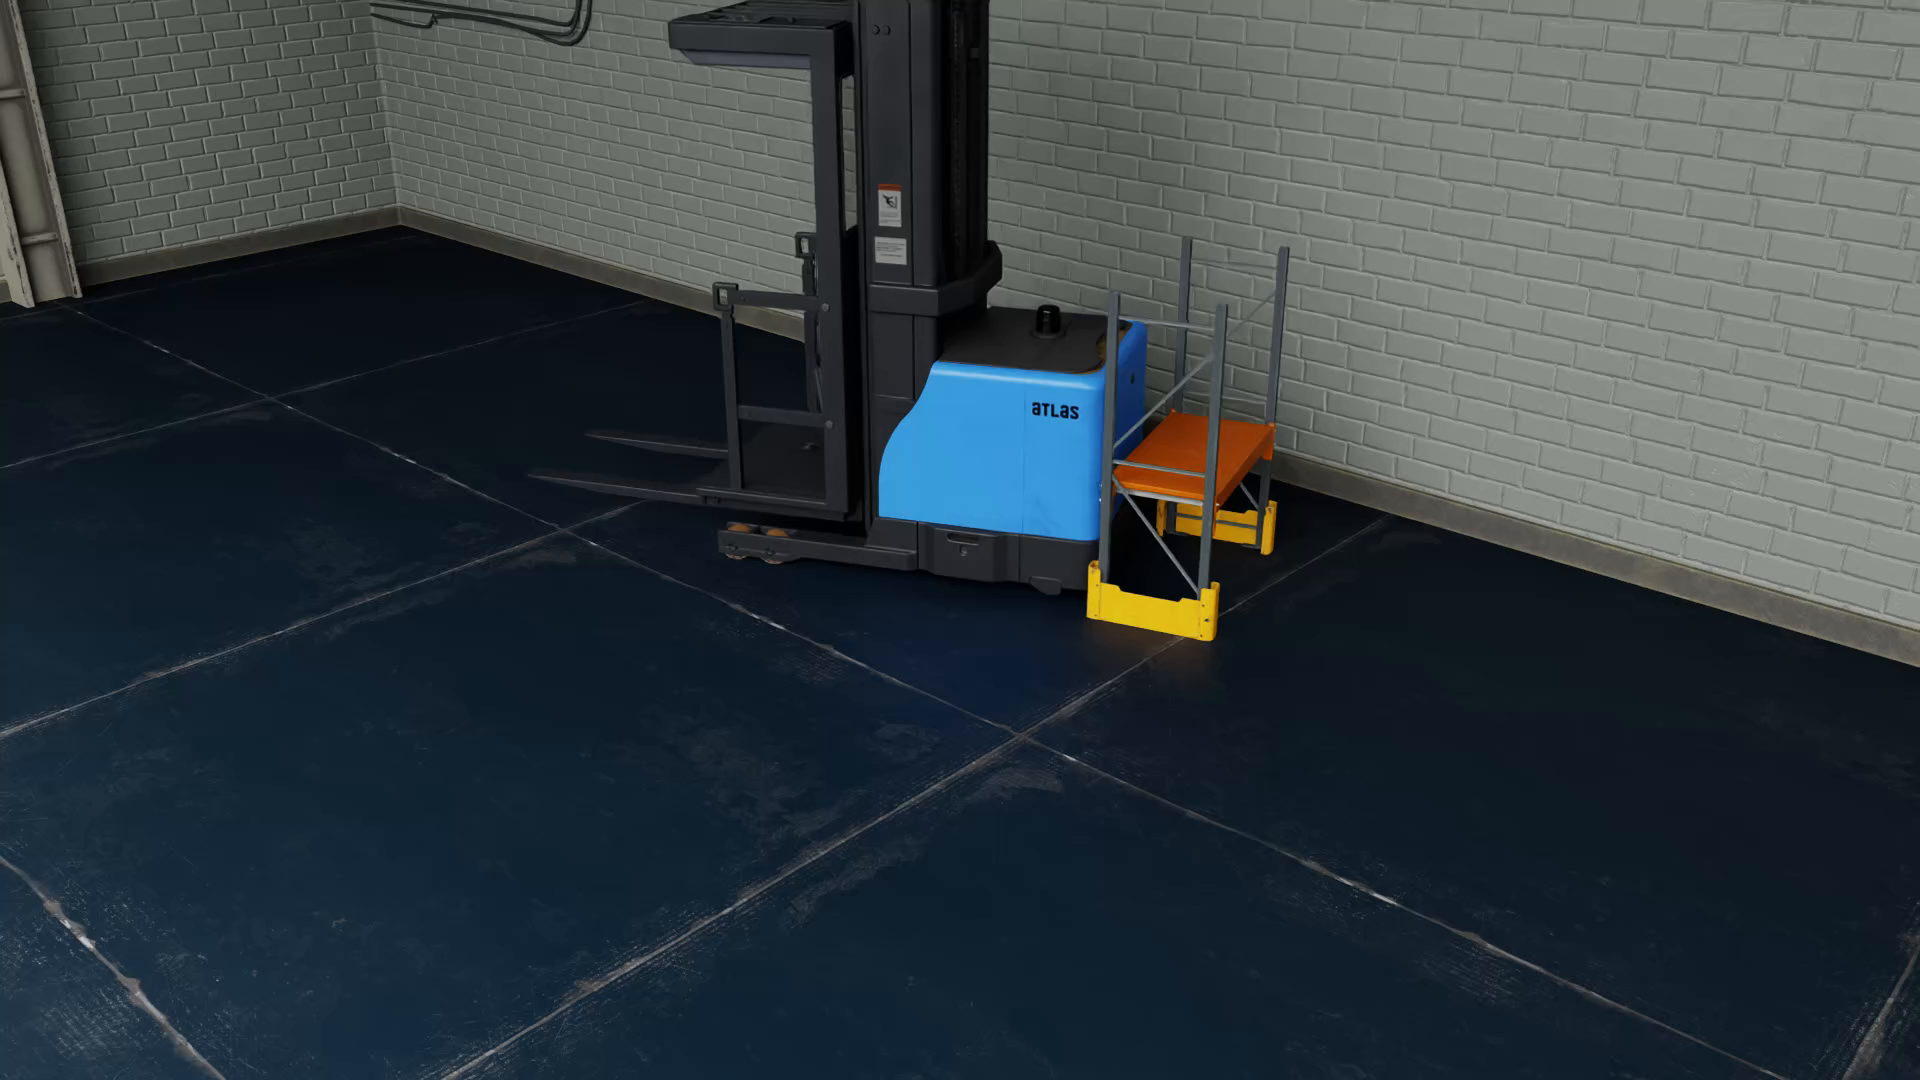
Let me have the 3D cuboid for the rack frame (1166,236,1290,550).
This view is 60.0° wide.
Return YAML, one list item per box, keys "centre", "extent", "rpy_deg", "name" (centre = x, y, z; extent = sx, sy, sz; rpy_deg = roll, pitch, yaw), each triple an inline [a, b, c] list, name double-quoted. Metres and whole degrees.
- centre: [1.264, -0.682, 7.938]
  extent: [0.500, 1.500, 0.032]
  rpy_deg: [10, 26, 22]
  name: "rack frame"

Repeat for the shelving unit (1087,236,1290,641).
- centre: [1.052, -0.489, 7.508]
  extent: [0.587, 1.500, 1.083]
  rpy_deg: [10, 26, 22]
  name: "shelving unit"

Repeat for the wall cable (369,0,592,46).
- centre: [-3.751, -5.001, 12.199]
  extent: [3.097, 2.526, 0.112]
  rpy_deg: [20, 31, 38]
  name: "wall cable"

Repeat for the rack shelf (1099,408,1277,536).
- centre: [1.056, -0.328, 7.589]
  extent: [0.538, 0.185, 1.000]
  rpy_deg: [10, 26, 22]
  name: "rack shelf"

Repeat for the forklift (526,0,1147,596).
- centre: [-0.661, -1.417, 7.828]
  extent: [3.031, 2.935, 1.130]
  rpy_deg: [7, 25, 15]
  name: "forklift"

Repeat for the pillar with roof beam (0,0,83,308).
- centre: [-3.496, -4.706, 7.746]
  extent: [9.100, 9.000, 0.400]
  rpy_deg: [20, 31, 38]
  name: "pillar with roof beam"

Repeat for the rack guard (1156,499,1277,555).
- centre: [1.256, -0.105, 8.178]
  extent: [0.587, 0.250, 0.087]
  rpy_deg: [10, 26, 22]
  name: "rack guard"

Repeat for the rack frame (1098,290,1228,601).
- centre: [0.848, -0.303, 7.092]
  extent: [0.500, 1.500, 0.032]
  rpy_deg: [10, 26, 22]
  name: "rack frame"

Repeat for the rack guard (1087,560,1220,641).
- centre: [0.849, 0.267, 7.349]
  extent: [0.587, 0.250, 0.087]
  rpy_deg: [10, 26, 22]
  name: "rack guard"
